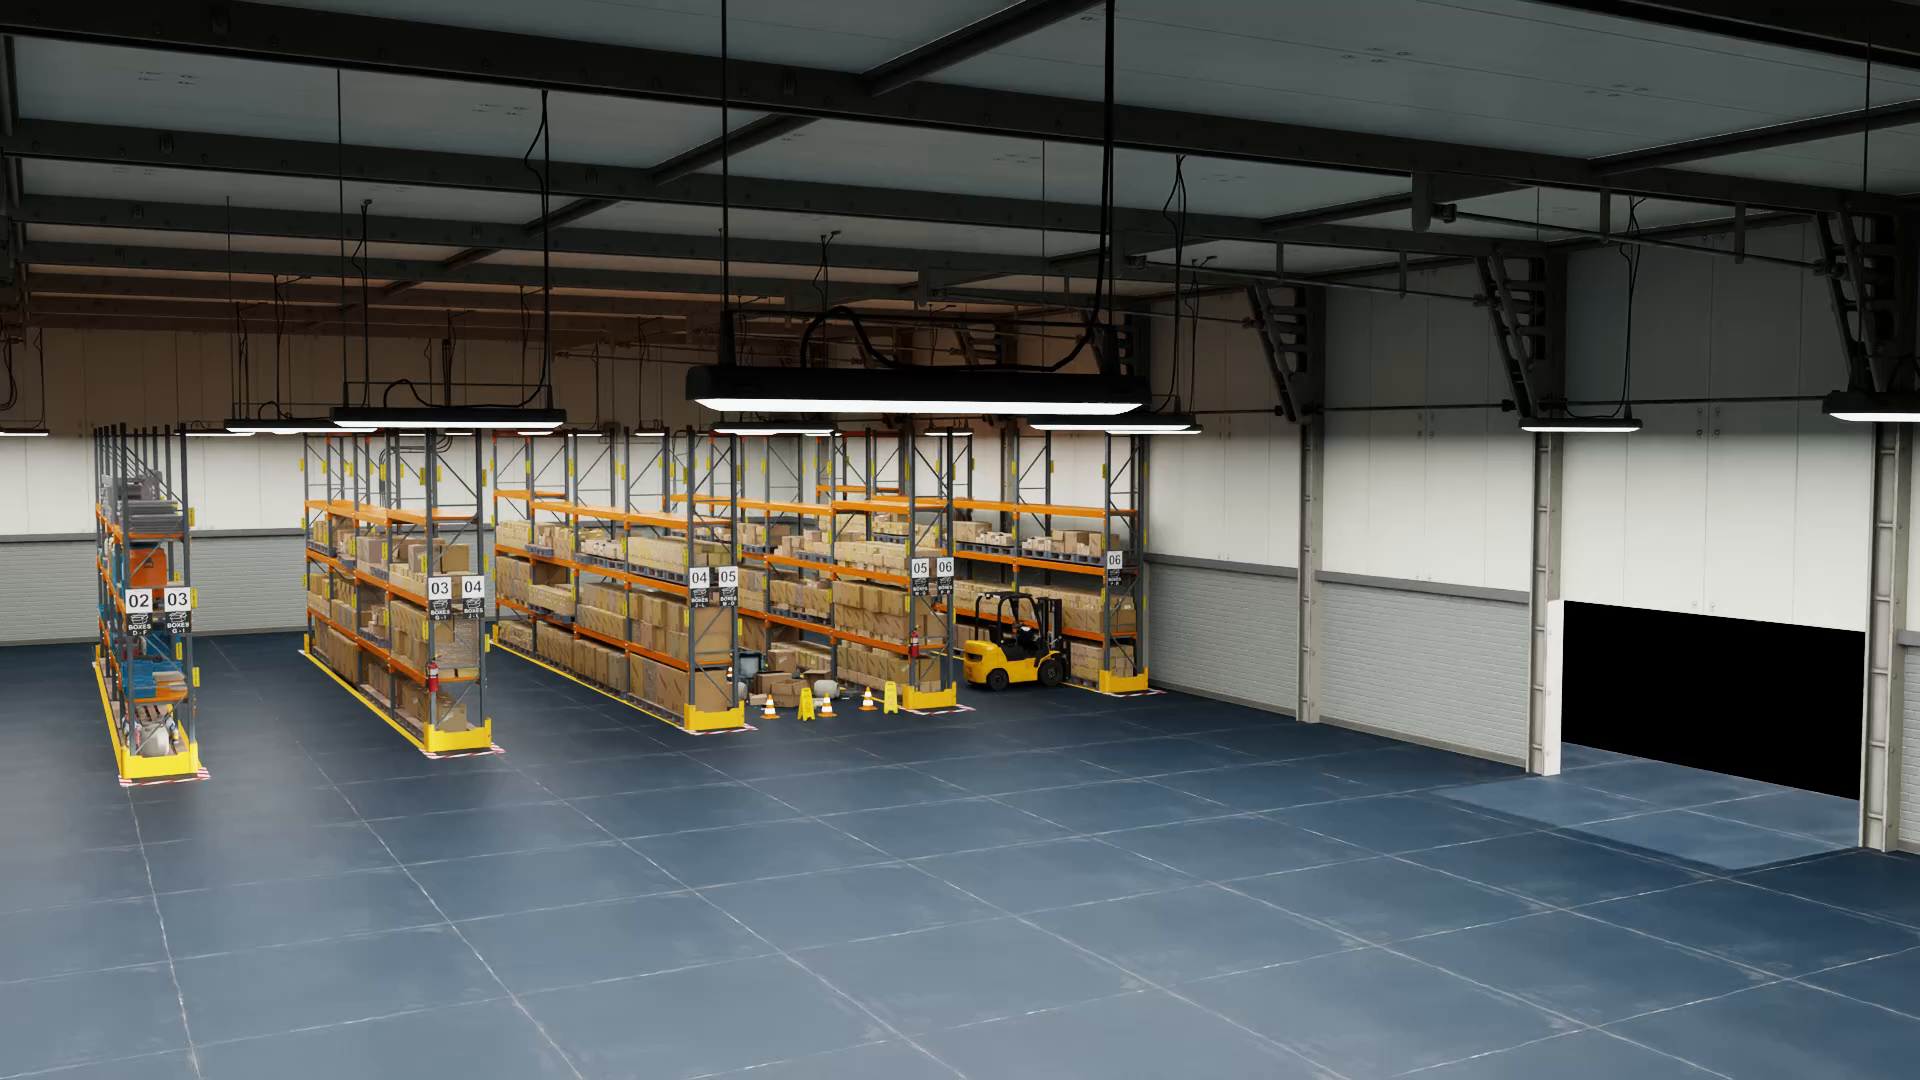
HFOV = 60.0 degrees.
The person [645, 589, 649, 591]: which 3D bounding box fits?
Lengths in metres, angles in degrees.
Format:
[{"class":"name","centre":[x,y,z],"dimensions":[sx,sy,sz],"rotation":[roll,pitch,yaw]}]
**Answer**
[{"class":"person","centre":[-8.159,2.182,43.564],"dimensions":[0.610,1.794,0.411],"rotation":[3,4,37]}]
